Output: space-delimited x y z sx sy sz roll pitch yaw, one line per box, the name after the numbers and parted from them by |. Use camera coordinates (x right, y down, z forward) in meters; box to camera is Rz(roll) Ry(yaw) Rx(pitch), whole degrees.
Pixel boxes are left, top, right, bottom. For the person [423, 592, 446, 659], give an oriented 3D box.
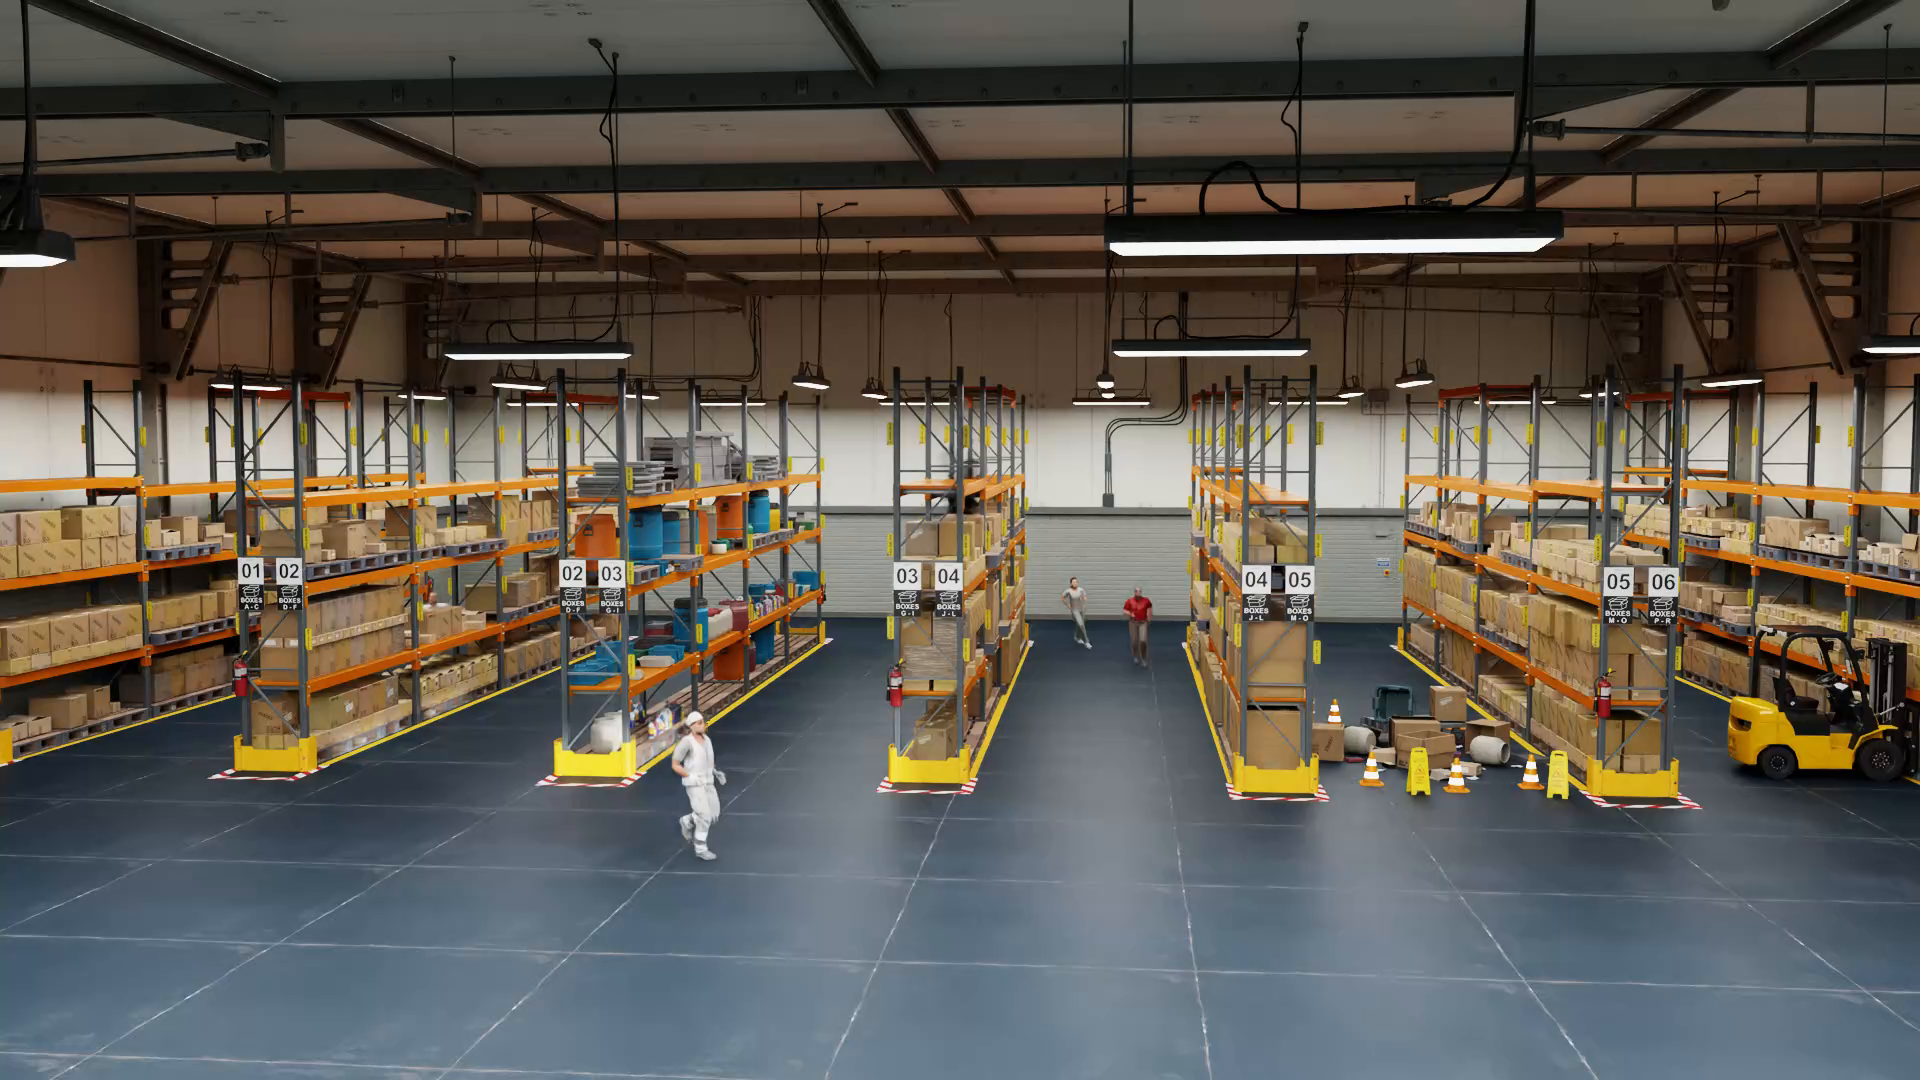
-10.999 1.962 34.778 0.718 1.746 0.834 0 4 0 | person

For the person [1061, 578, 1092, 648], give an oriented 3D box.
2.755 1.720 39.590 0.594 1.671 0.827 -2 4 -25 | person

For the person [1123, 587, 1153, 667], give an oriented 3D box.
3.885 1.903 36.332 0.650 1.774 0.748 0 4 7 | person

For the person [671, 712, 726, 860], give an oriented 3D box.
-3.161 2.909 19.786 0.615 1.745 0.656 2 4 32 | person
